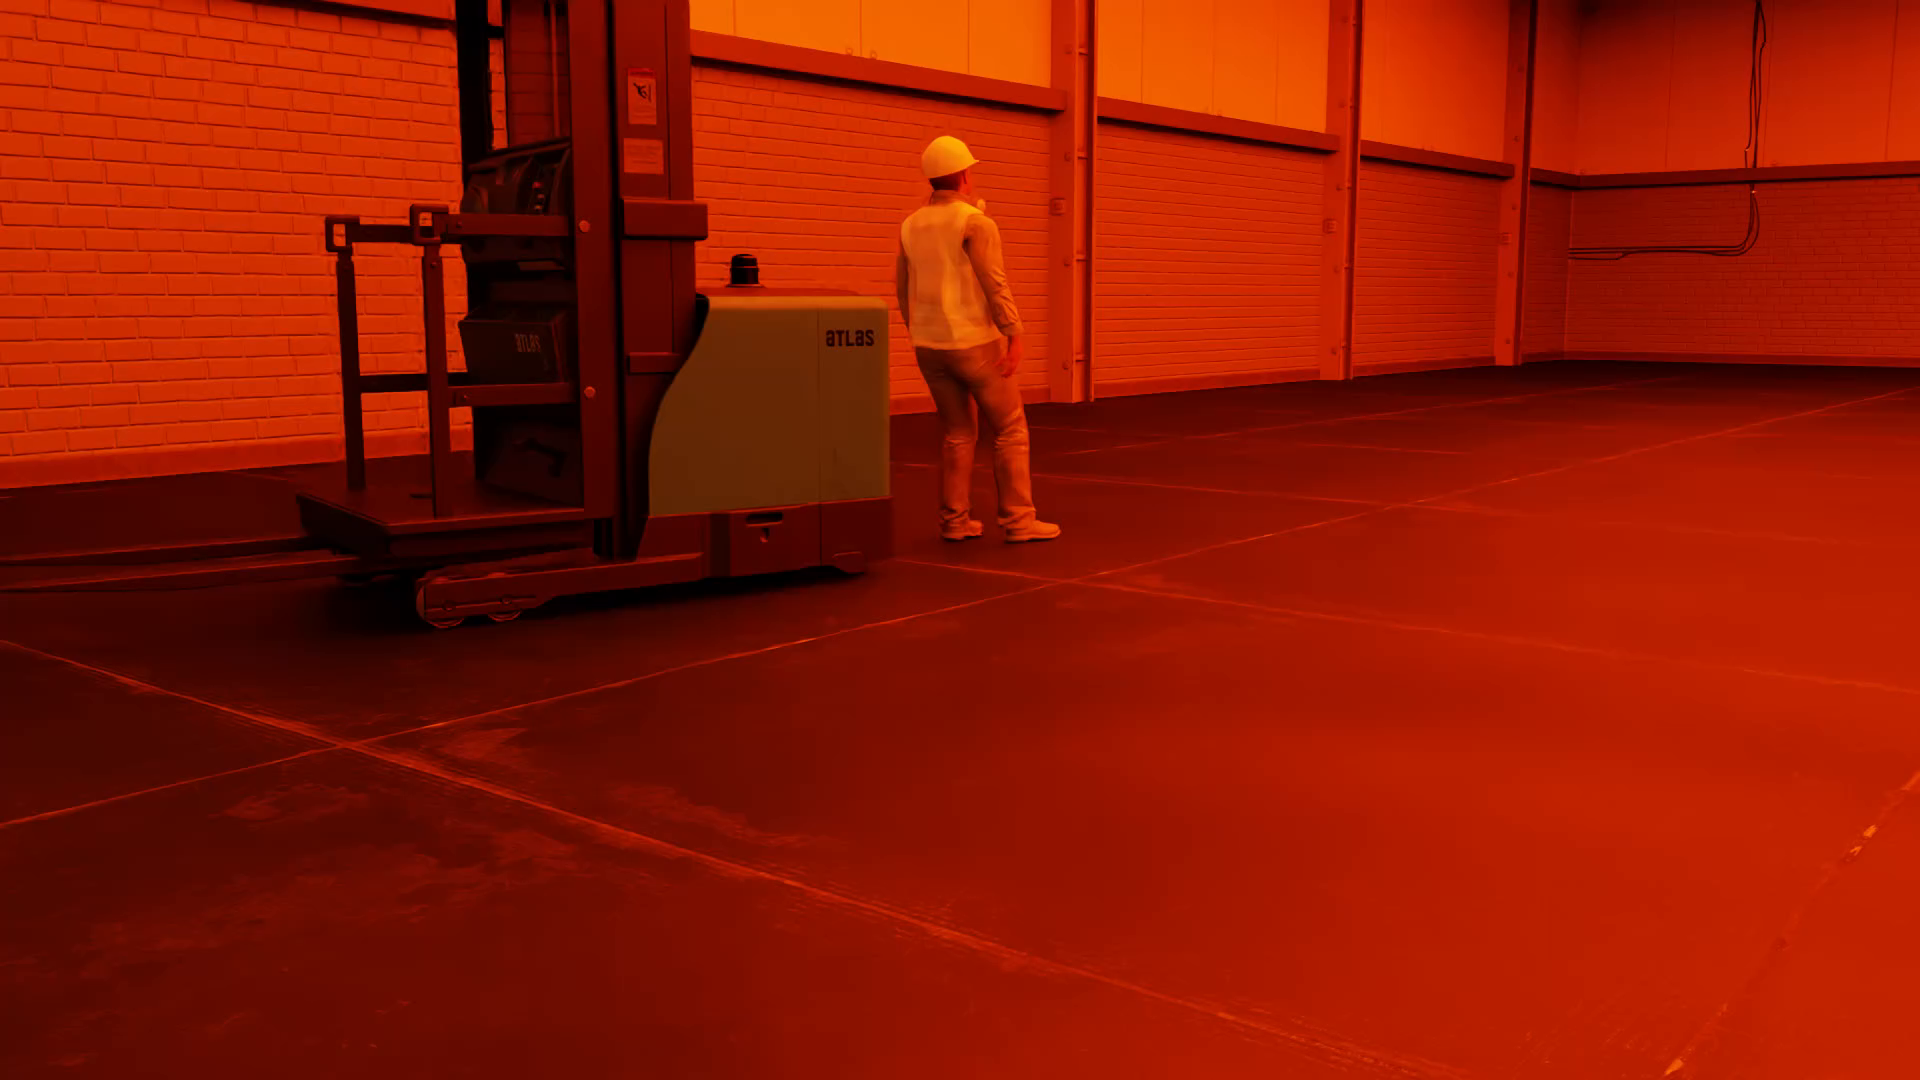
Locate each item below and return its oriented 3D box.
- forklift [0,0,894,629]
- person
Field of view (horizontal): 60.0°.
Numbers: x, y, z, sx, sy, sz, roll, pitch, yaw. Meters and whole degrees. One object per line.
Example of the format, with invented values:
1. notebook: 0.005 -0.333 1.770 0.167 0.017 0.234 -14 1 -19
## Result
1. forklift: -1.752 -1.247 5.807 3.031 2.935 1.130 -6 10 -35
2. person: 0.054 -0.878 7.363 0.650 1.765 0.567 7 11 41
